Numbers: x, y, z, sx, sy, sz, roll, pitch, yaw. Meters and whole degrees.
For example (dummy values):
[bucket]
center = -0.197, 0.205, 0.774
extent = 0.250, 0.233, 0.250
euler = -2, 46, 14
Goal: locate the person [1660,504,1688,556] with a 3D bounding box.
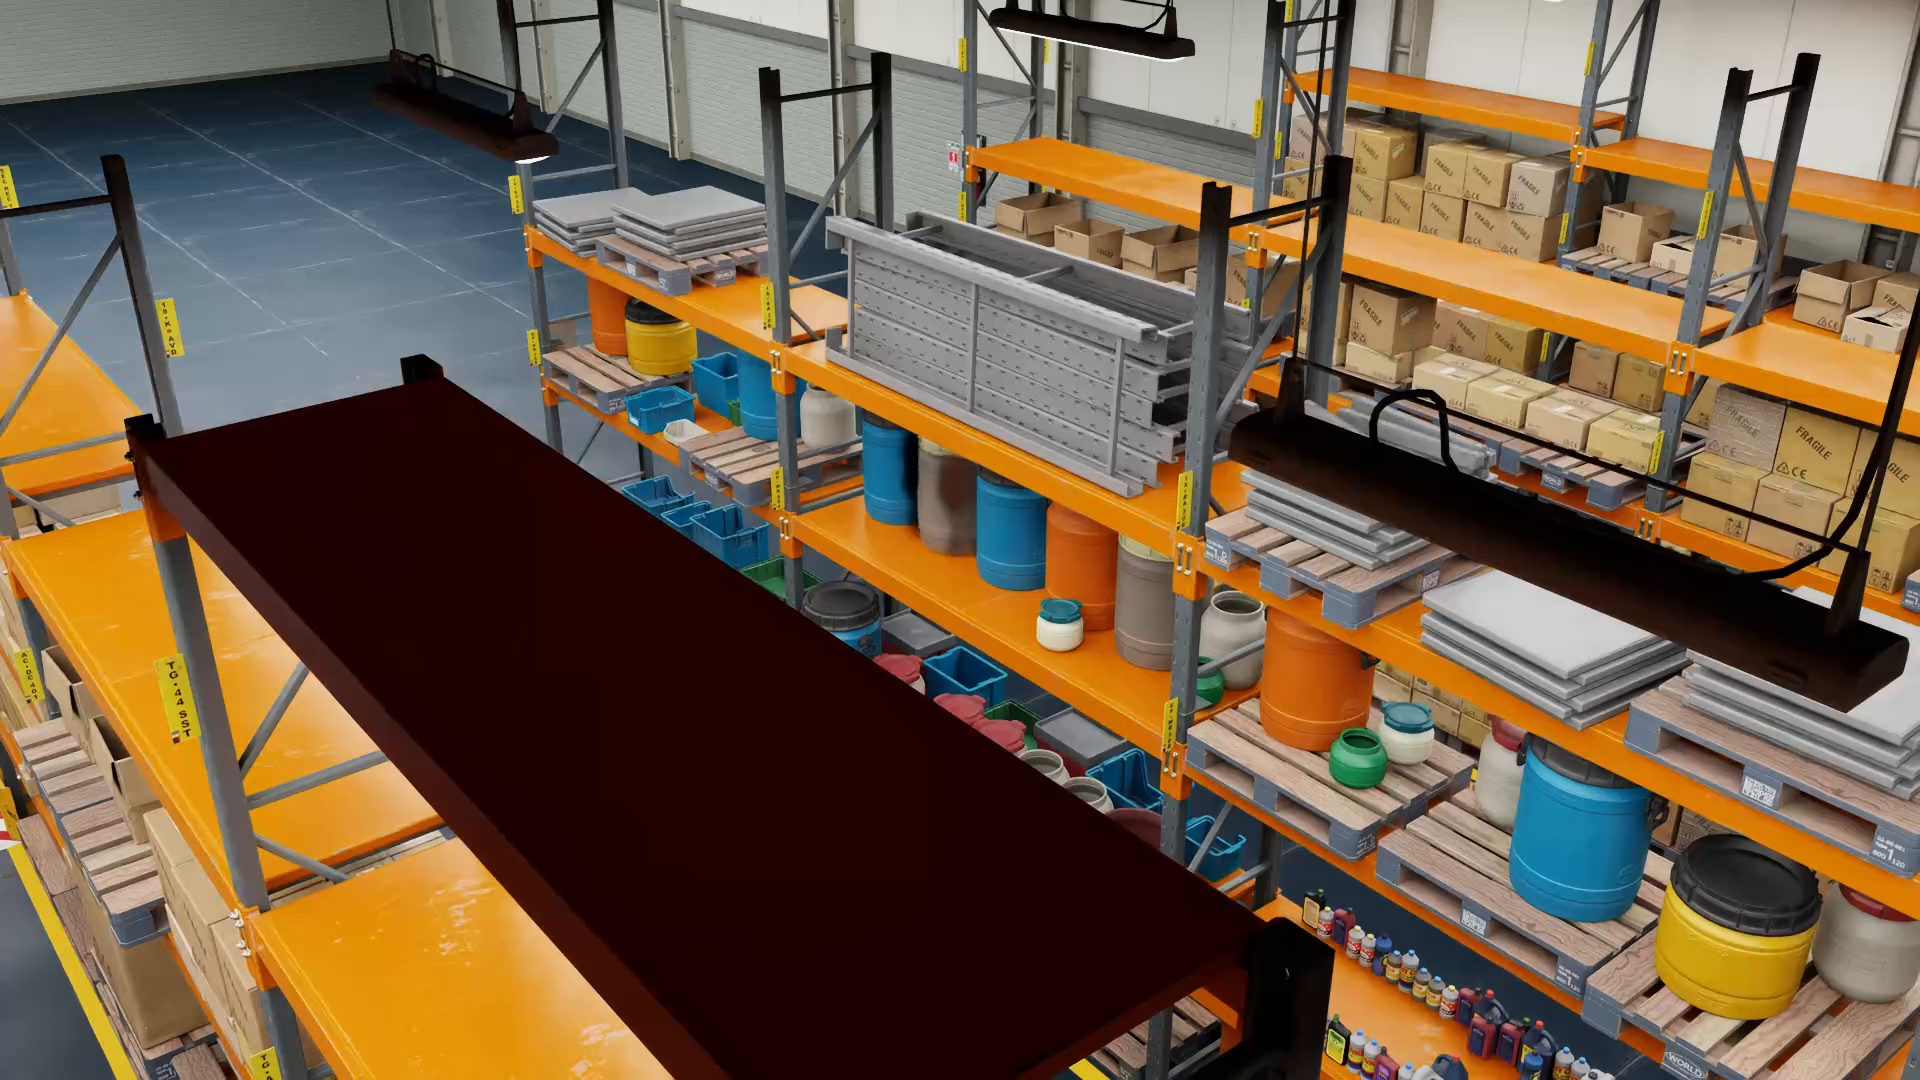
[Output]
[person]
center = 6.616, 0.422, 15.506
extent = 0.422, 1.625, 0.840
euler = -21, 33, -37
